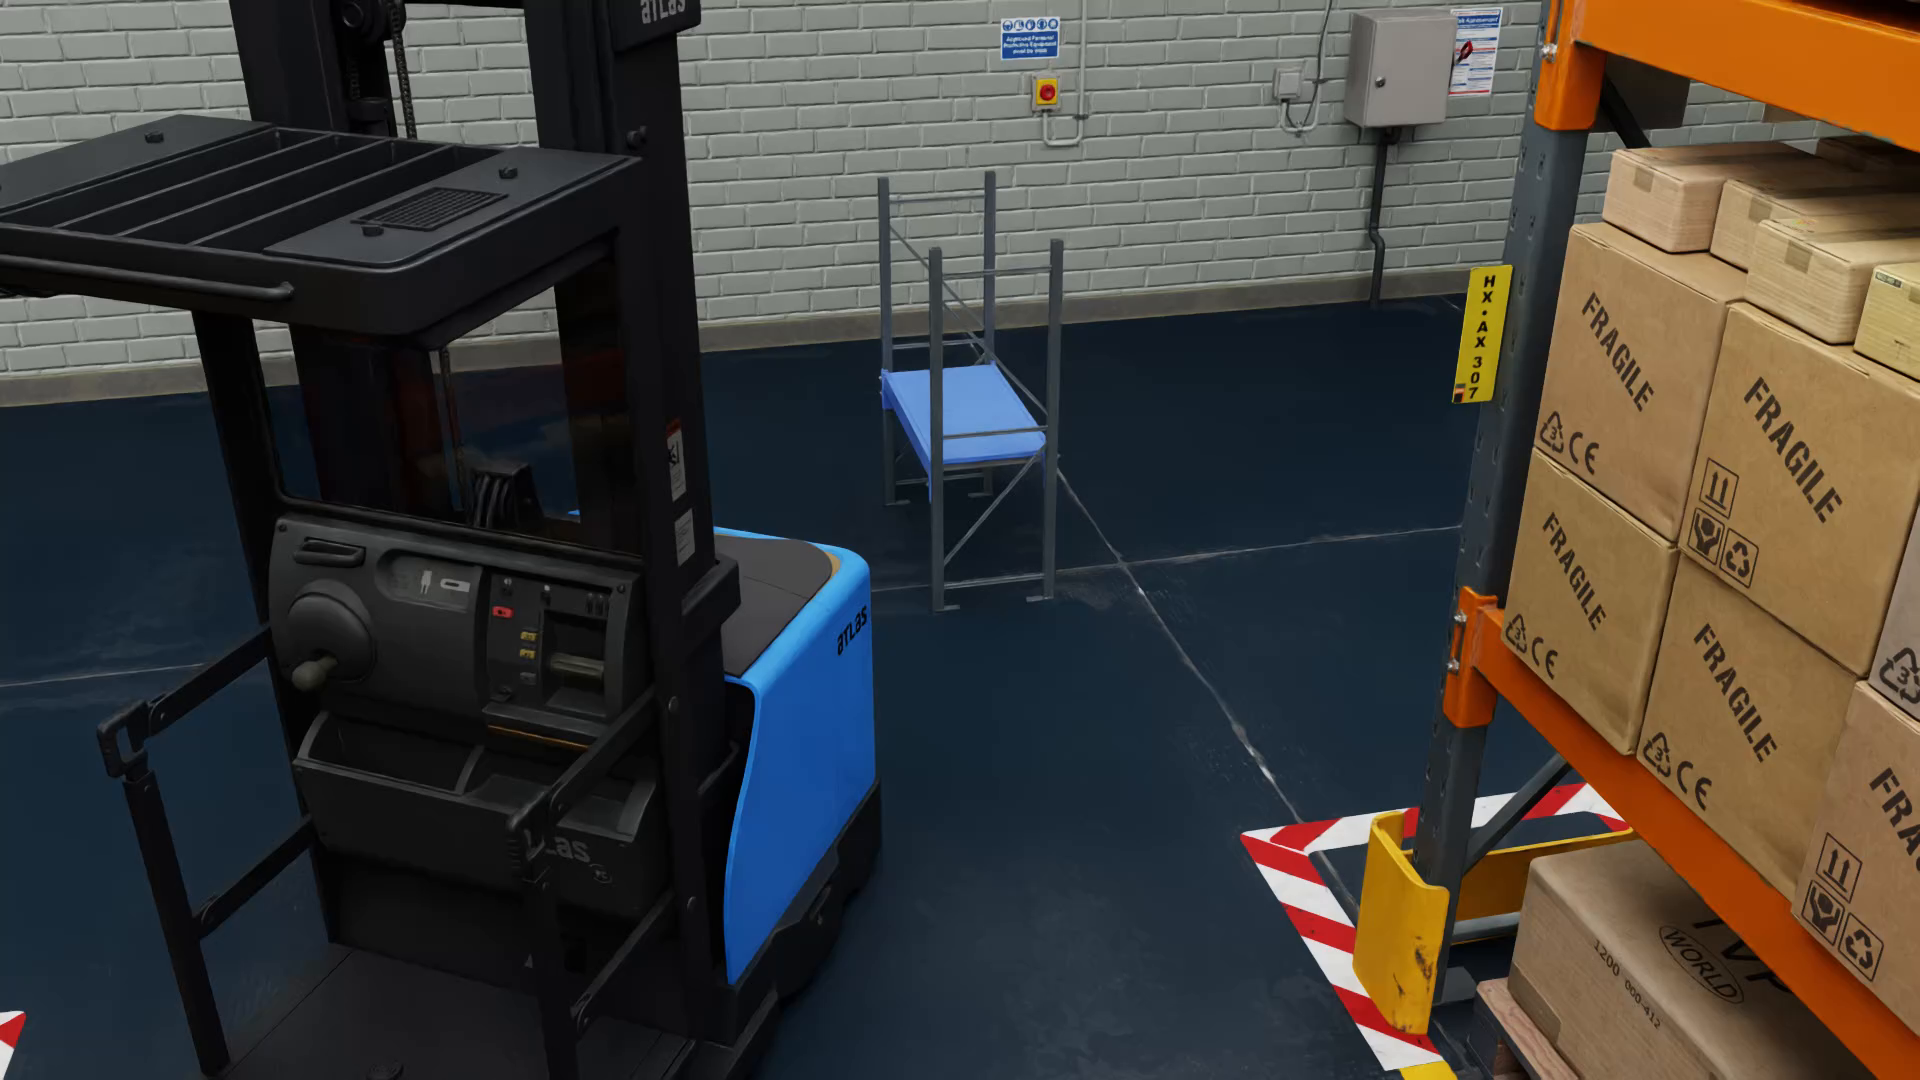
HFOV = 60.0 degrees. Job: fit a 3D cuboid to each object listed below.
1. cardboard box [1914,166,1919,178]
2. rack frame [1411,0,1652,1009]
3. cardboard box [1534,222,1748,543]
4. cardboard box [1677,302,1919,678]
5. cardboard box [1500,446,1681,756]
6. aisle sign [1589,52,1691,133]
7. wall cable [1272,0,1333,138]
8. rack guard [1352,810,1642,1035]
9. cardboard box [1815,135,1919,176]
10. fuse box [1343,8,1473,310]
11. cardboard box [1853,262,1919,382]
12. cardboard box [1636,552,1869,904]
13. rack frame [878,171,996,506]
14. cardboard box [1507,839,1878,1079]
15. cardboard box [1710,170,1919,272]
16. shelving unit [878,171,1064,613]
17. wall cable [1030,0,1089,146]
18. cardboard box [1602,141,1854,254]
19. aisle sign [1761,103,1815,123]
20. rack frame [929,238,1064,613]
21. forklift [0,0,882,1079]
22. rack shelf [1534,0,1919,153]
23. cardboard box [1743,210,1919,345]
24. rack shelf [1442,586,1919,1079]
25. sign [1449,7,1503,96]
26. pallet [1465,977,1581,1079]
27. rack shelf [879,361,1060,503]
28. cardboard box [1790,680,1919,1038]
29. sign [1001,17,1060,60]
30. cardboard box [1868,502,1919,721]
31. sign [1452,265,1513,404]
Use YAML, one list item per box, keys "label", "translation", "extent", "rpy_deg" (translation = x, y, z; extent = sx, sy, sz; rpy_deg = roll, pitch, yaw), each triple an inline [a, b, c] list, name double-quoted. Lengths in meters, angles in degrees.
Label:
- label: "cardboard box"
  translation: [2.091, -0.634, 3.236]
  extent: [0.380, 0.149, 0.250]
  rpy_deg: [-5, 27, -11]
- label: "rack frame"
  translation: [1.734, -0.099, 4.118]
  extent: [1.000, 3.000, 0.127]
  rpy_deg: [-6, 27, -12]
- label: "cardboard box"
  translation: [1.565, -0.351, 3.395]
  extent: [0.500, 0.500, 0.500]
  rpy_deg: [-7, 28, -13]
- label: "cardboard box"
  translation: [1.688, -0.125, 2.947]
  extent: [0.500, 0.500, 0.500]
  rpy_deg: [-7, 28, -13]
- label: "cardboard box"
  translation: [1.563, 0.096, 3.620]
  extent: [0.500, 0.500, 0.500]
  rpy_deg: [-6, 27, -12]
- label: "aisle sign"
  translation: [1.435, -1.262, 3.536]
  extent: [0.394, 0.787, 0.004]
  rpy_deg: [-6, 27, -12]
- label: "wall cable"
  translation: [1.820, -3.175, 9.084]
  extent: [0.588, 1.984, 0.122]
  rpy_deg: [-6, 27, -12]
- label: "rack guard"
  translation: [1.729, 1.006, 4.702]
  extent: [1.175, 0.500, 0.348]
  rpy_deg: [-6, 27, -12]
- label: "cardboard box"
  translation: [2.010, -0.743, 3.452]
  extent: [0.380, 0.149, 0.250]
  rpy_deg: [-6, 27, -11]
- label: "fuse box"
  translation: [2.520, -2.146, 9.603]
  extent: [0.539, 1.711, 0.414]
  rpy_deg: [-6, 27, -12]
- label: "cardboard box"
  translation: [1.697, -0.349, 2.671]
  extent: [0.380, 0.149, 0.250]
  rpy_deg: [-7, 28, -13]
- label: "cardboard box"
  translation: [1.704, 0.315, 3.186]
  extent: [0.500, 0.500, 0.500]
  rpy_deg: [-6, 27, -12]
- label: "rack frame"
  translation: [-0.095, -0.855, 7.280]
  extent: [0.500, 1.500, 0.032]
  rpy_deg: [-6, 27, -12]
- label: "cardboard box"
  translation: [1.980, 1.137, 4.047]
  extent: [0.875, 0.438, 0.875]
  rpy_deg: [-7, 28, -13]
- label: "cardboard box"
  translation: [1.673, -0.588, 3.146]
  extent: [0.380, 0.149, 0.250]
  rpy_deg: [-5, 27, -10]
- label: "shelving unit"
  translation: [0.019, -0.632, 6.838]
  extent: [0.538, 1.500, 1.048]
  rpy_deg: [-6, 27, -12]
- label: "wall cable"
  translation: [0.441, -3.040, 8.781]
  extent: [0.585, 1.953, 0.123]
  rpy_deg: [-6, 27, -12]
- label: "cardboard box"
  translation: [1.544, -0.696, 3.359]
  extent: [0.380, 0.149, 0.250]
  rpy_deg: [-5, 27, -11]
- label: "aisle sign"
  translation: [2.020, -1.323, 3.657]
  extent: [0.394, 0.787, 0.004]
  rpy_deg: [-6, 27, -12]
- label: "rack frame"
  translation: [0.134, -0.409, 6.396]
  extent: [0.500, 1.500, 0.032]
  rpy_deg: [-6, 27, -12]
- label: "forklift"
  translation: [-1.217, 0.233, 3.536]
  extent: [1.130, 2.935, 3.031]
  rpy_deg: [9, 28, 17]
- label: "rack shelf"
  translation: [2.185, -0.239, 1.864]
  extent: [1.077, 0.370, 4.000]
  rpy_deg: [-6, 27, -12]
- label: "cardboard box"
  translation: [1.620, -0.462, 2.897]
  extent: [0.380, 0.149, 0.250]
  rpy_deg: [-5, 27, -10]
- label: "rack shelf"
  translation: [2.185, 1.100, 2.540]
  extent: [1.077, 0.370, 4.000]
  rpy_deg: [-6, 27, -12]
- label: "sign"
  translation: [2.955, -2.820, 9.614]
  extent: [0.329, 0.494, 0.001]
  rpy_deg: [-6, 27, -12]
- label: "pallet"
  translation: [1.991, 1.489, 4.066]
  extent: [1.003, 0.211, 1.213]
  rpy_deg: [-6, 27, -12]
- label: "rack shelf"
  translation: [0.019, -0.472, 6.919]
  extent: [0.538, 0.185, 1.000]
  rpy_deg: [-6, 27, -12]
- label: "cardboard box"
  translation: [1.801, 0.540, 2.740]
  extent: [0.500, 0.500, 0.500]
  rpy_deg: [-6, 27, -12]
- label: "sign"
  translation: [0.380, -2.715, 9.000]
  extent: [0.327, 0.218, 0.001]
  rpy_deg: [-6, 27, -12]
- label: "cardboard box"
  translation: [1.812, 0.101, 2.501]
  extent: [0.500, 0.500, 0.500]
  rpy_deg: [-6, 27, -12]
- label: "sign"
  translation: [1.192, -0.467, 3.798]
  extent: [0.100, 0.325, 0.005]
  rpy_deg: [-6, 27, -12]
